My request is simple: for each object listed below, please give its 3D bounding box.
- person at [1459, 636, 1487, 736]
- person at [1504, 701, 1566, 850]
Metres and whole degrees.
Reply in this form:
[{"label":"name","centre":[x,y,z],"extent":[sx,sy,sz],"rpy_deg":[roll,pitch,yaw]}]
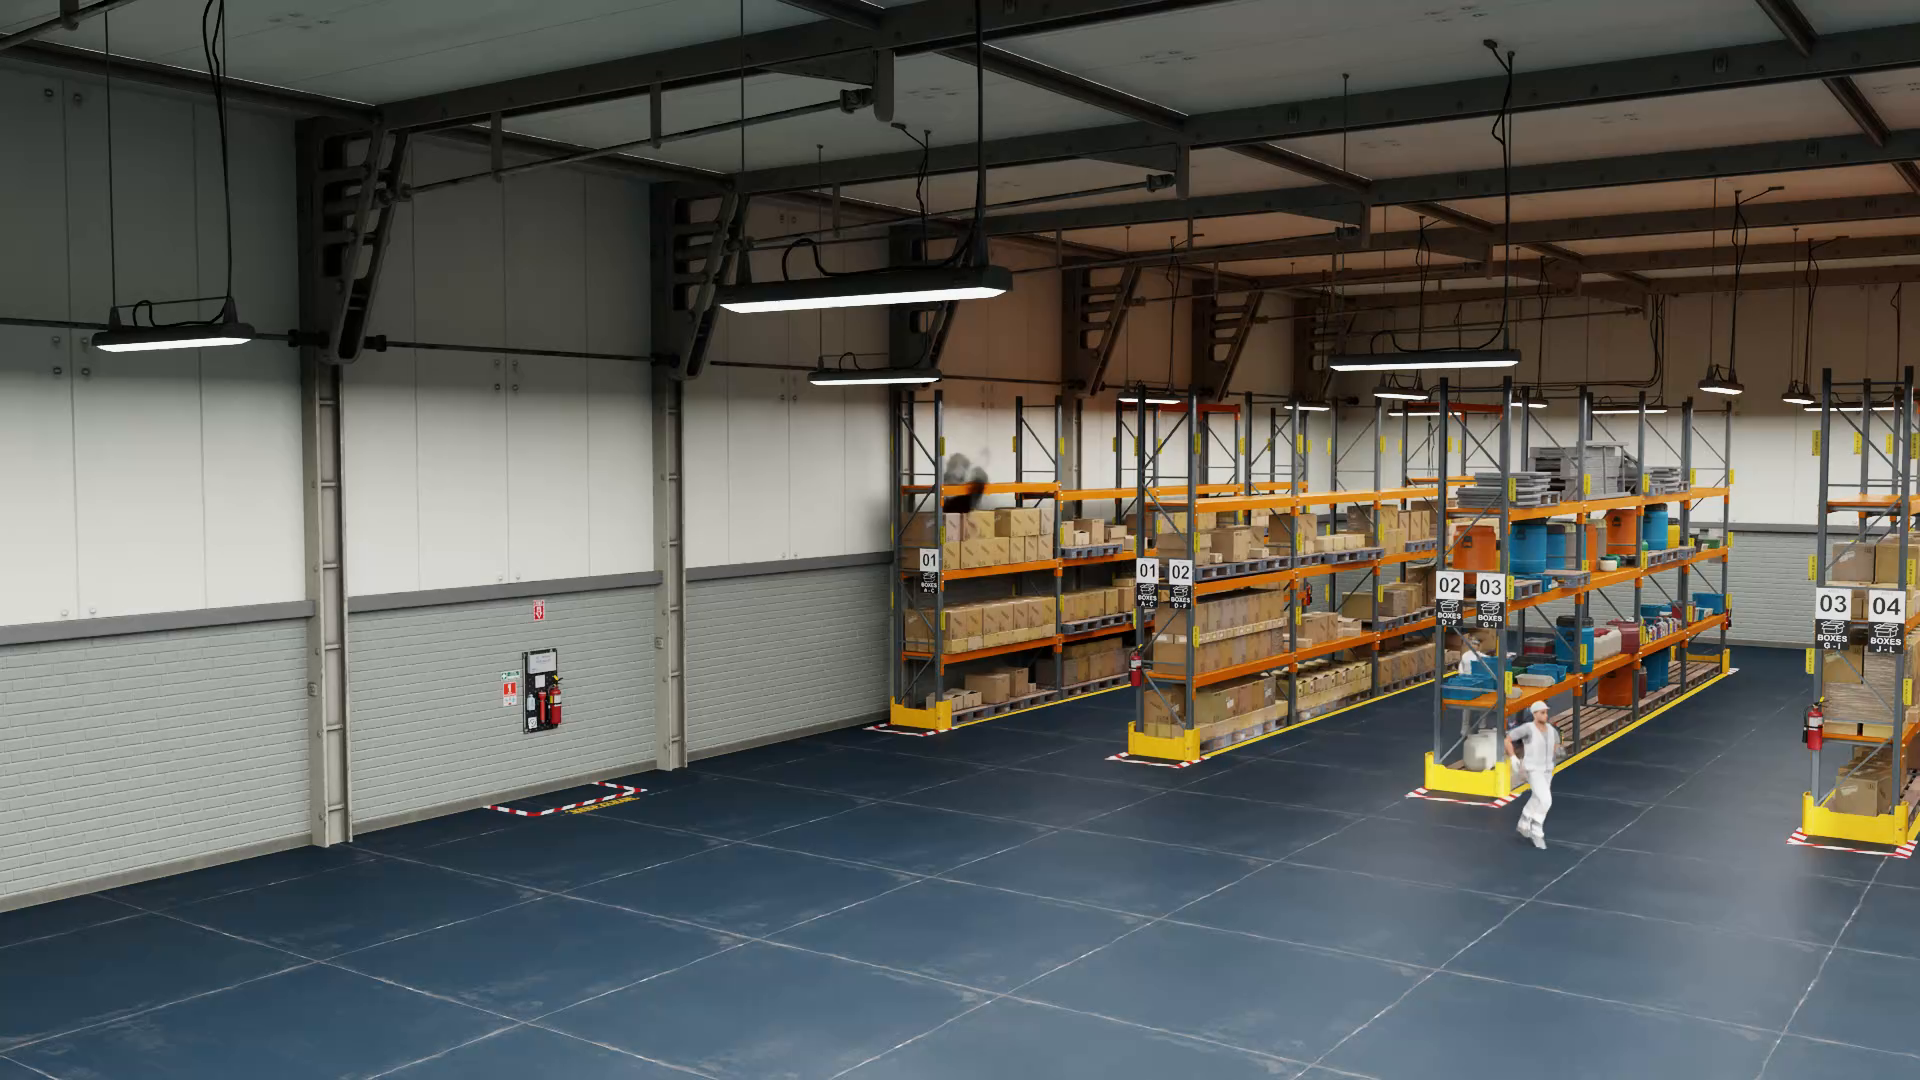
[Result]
[{"label":"person","centre":[8.921,2.508,28.891],"extent":[0.611,1.681,0.940],"rpy_deg":[2,4,32]},{"label":"person","centre":[7.248,2.943,20.847],"extent":[0.647,1.854,0.768],"rpy_deg":[-2,4,-28]}]
